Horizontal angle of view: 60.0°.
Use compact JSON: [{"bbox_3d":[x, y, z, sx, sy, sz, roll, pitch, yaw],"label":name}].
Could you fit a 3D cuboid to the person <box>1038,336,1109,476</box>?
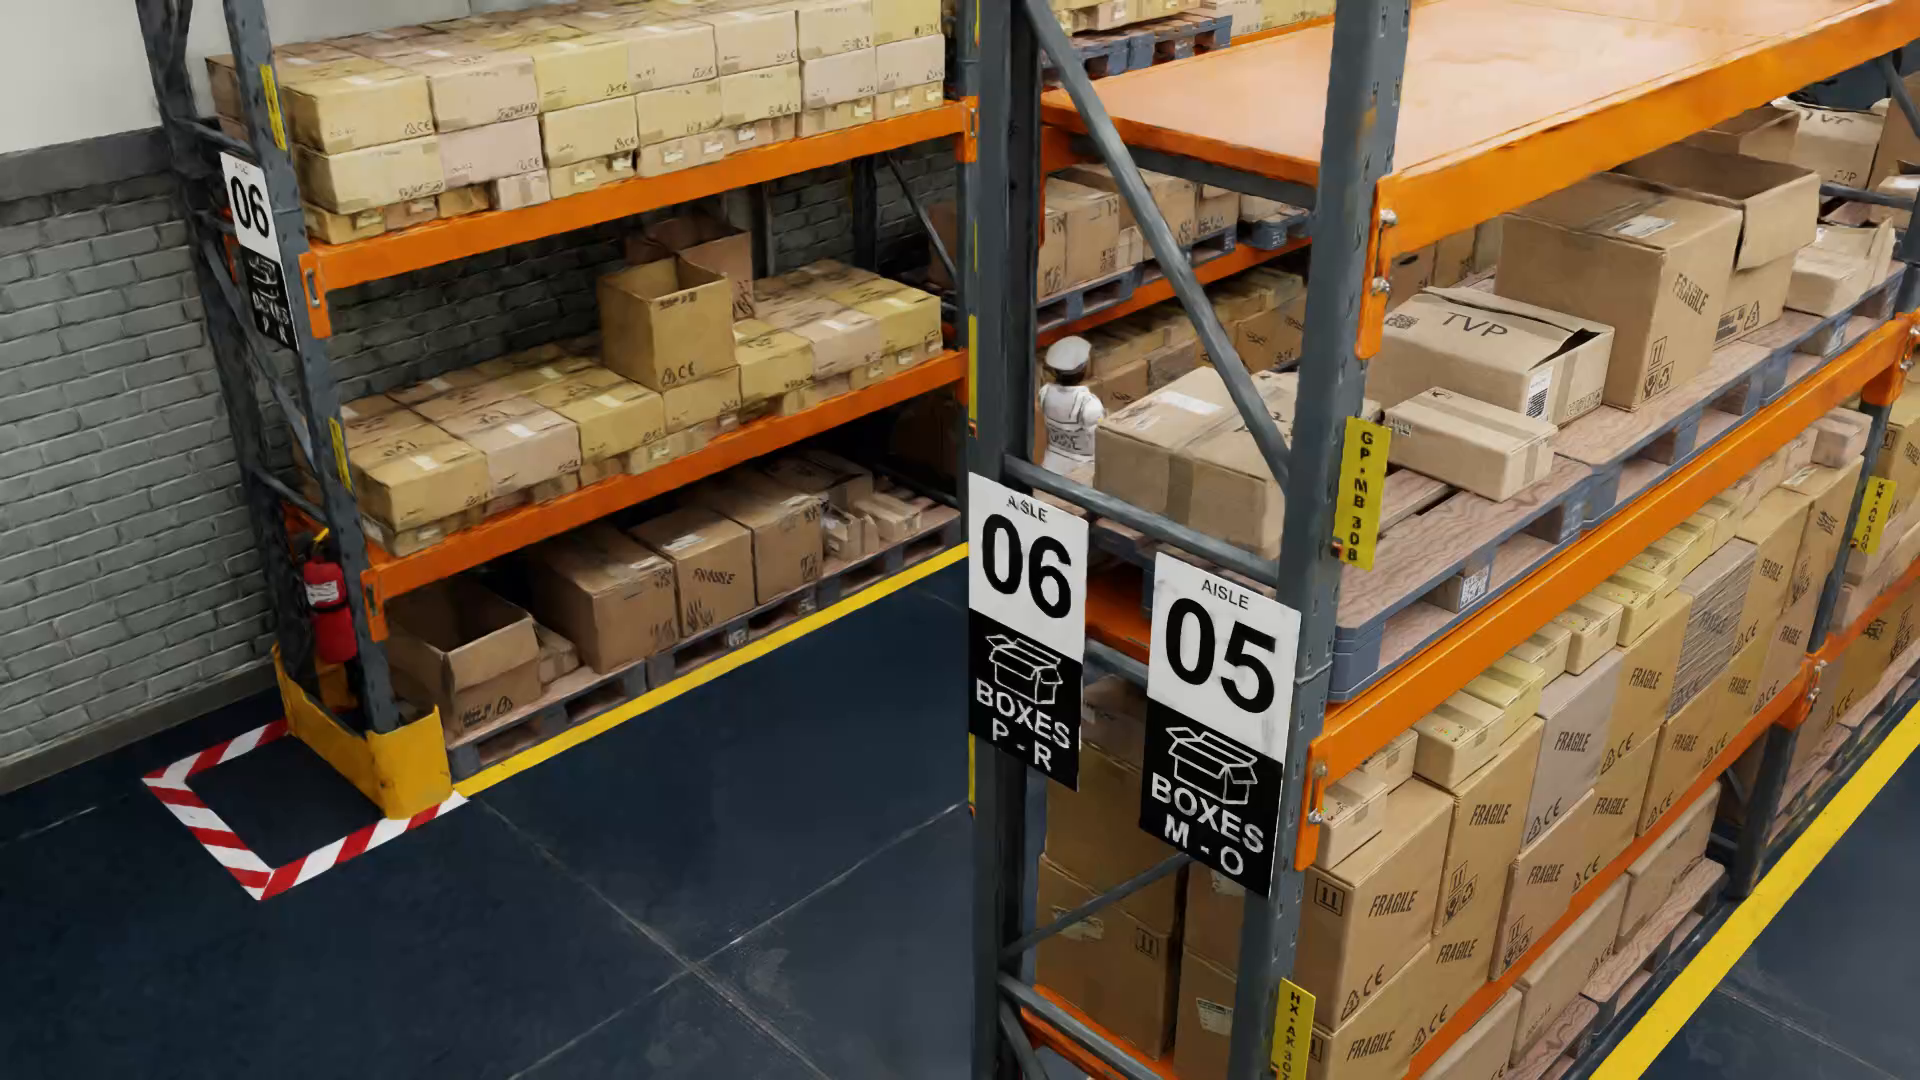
[{"bbox_3d":[0.716,-0.394,9.622,0.451,1.687,0.535,24,36,37],"label":"person"}]
